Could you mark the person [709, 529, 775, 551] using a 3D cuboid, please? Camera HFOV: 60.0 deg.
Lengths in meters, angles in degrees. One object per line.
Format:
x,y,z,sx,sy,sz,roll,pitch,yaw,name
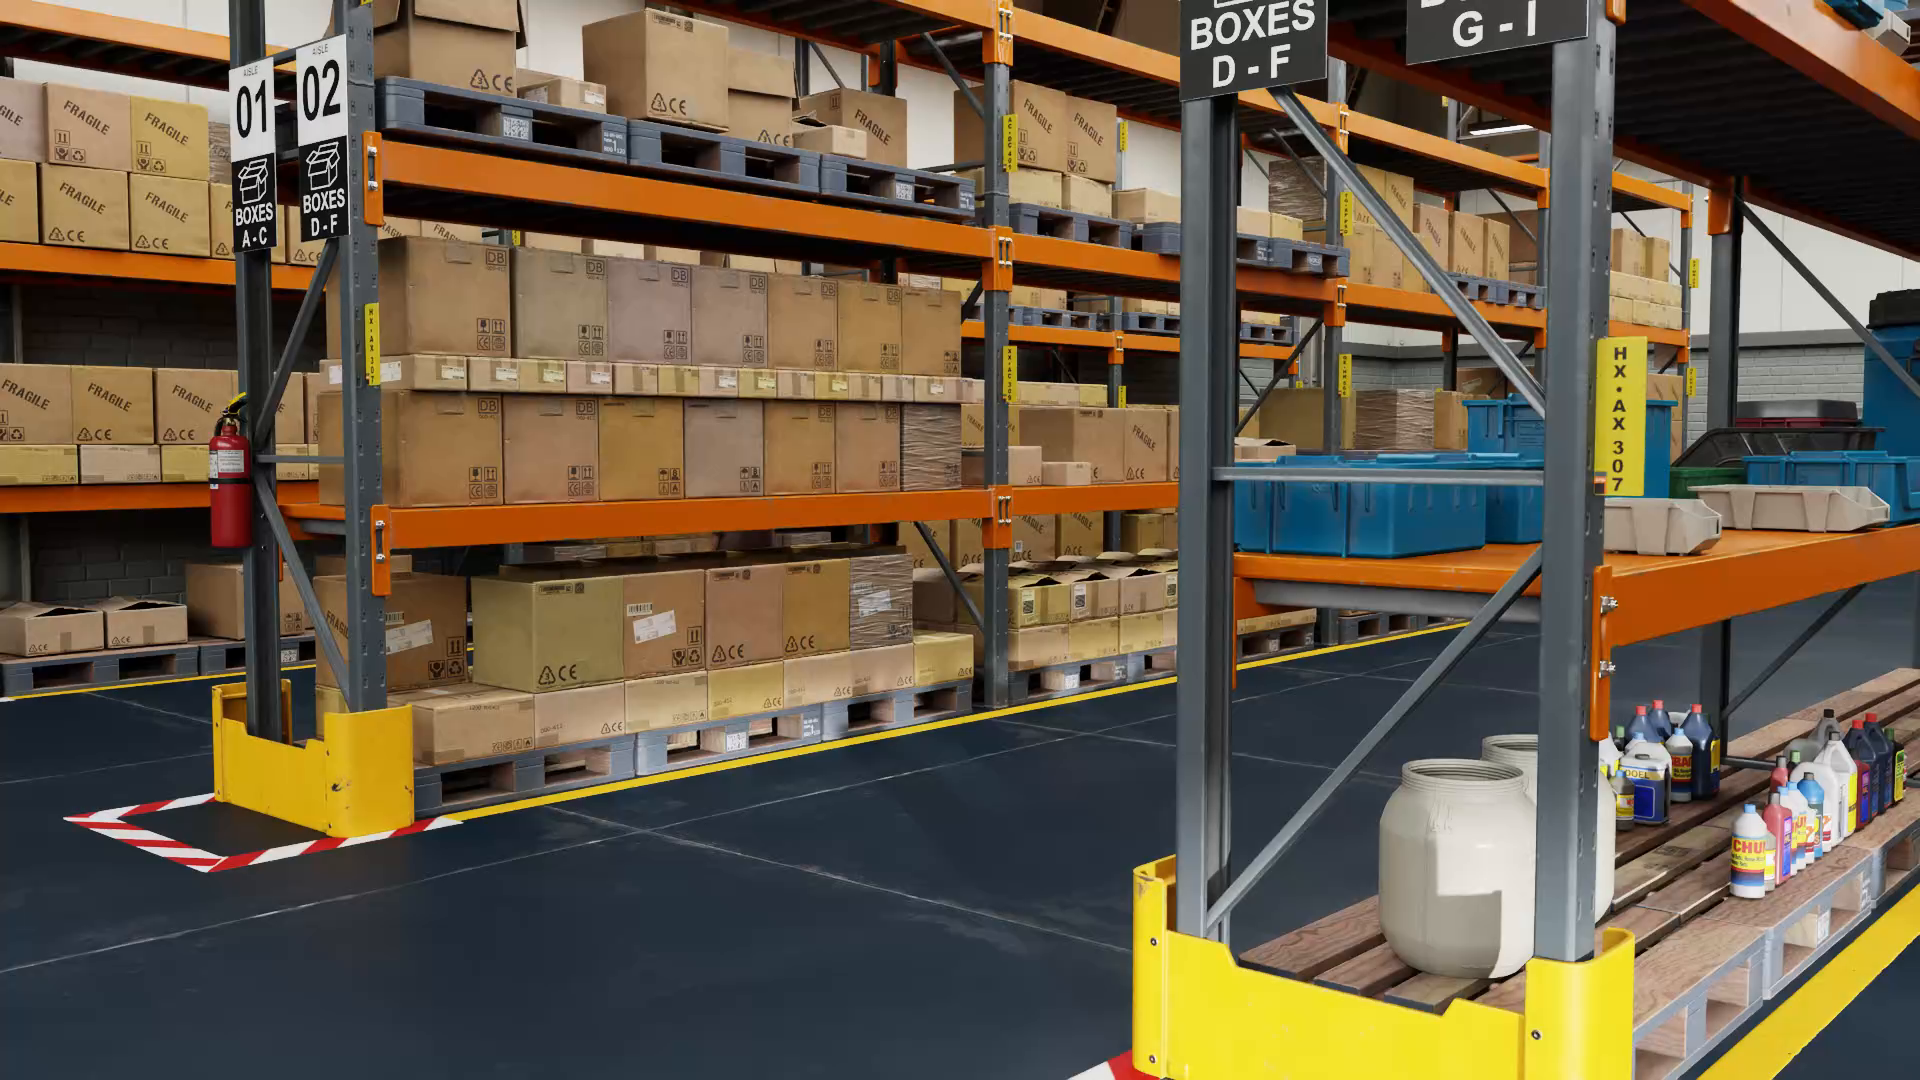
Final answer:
-1.591,-0.032,12.234,0.426,1.774,0.617,3,4,39,person
